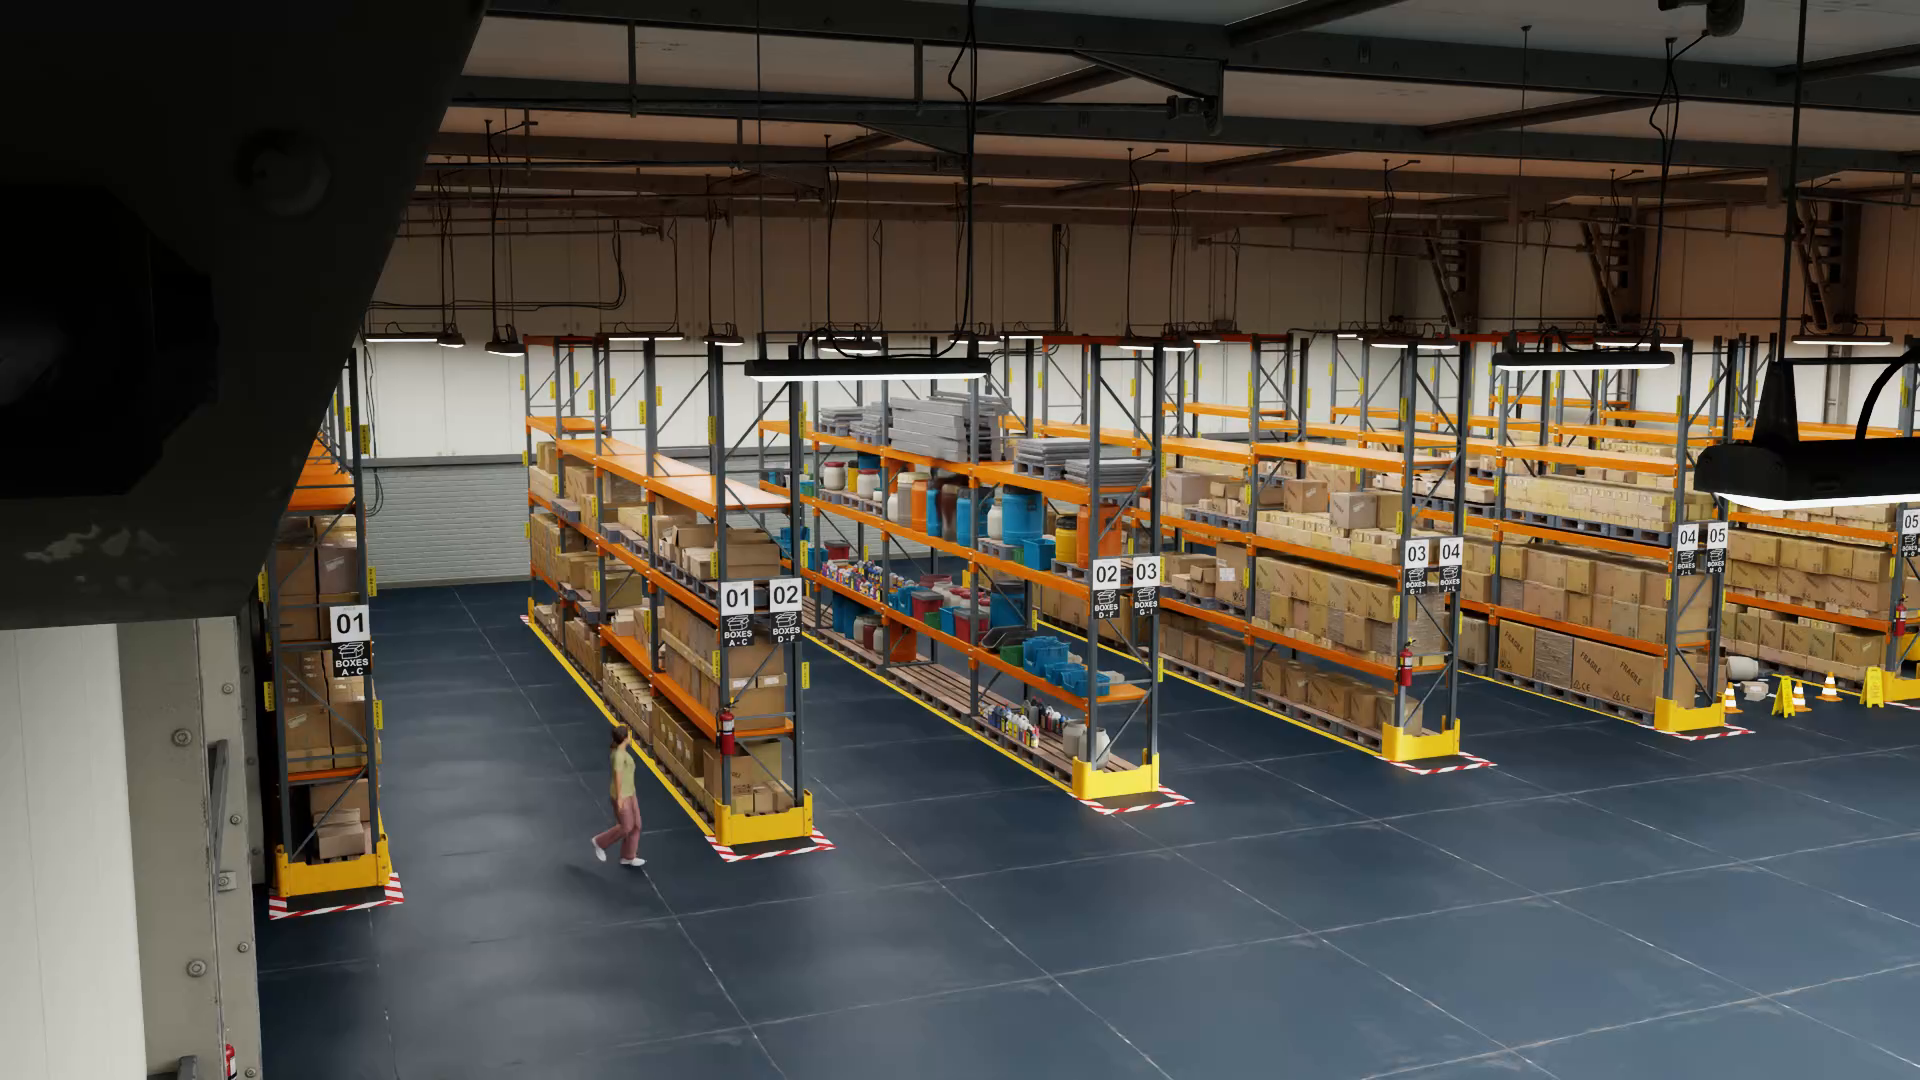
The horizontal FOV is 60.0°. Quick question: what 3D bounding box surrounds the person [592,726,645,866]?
[{"bbox_3d":[-3.955,2.956,19.235,0.595,1.651,0.458,2,8,14],"label":"person"}]
